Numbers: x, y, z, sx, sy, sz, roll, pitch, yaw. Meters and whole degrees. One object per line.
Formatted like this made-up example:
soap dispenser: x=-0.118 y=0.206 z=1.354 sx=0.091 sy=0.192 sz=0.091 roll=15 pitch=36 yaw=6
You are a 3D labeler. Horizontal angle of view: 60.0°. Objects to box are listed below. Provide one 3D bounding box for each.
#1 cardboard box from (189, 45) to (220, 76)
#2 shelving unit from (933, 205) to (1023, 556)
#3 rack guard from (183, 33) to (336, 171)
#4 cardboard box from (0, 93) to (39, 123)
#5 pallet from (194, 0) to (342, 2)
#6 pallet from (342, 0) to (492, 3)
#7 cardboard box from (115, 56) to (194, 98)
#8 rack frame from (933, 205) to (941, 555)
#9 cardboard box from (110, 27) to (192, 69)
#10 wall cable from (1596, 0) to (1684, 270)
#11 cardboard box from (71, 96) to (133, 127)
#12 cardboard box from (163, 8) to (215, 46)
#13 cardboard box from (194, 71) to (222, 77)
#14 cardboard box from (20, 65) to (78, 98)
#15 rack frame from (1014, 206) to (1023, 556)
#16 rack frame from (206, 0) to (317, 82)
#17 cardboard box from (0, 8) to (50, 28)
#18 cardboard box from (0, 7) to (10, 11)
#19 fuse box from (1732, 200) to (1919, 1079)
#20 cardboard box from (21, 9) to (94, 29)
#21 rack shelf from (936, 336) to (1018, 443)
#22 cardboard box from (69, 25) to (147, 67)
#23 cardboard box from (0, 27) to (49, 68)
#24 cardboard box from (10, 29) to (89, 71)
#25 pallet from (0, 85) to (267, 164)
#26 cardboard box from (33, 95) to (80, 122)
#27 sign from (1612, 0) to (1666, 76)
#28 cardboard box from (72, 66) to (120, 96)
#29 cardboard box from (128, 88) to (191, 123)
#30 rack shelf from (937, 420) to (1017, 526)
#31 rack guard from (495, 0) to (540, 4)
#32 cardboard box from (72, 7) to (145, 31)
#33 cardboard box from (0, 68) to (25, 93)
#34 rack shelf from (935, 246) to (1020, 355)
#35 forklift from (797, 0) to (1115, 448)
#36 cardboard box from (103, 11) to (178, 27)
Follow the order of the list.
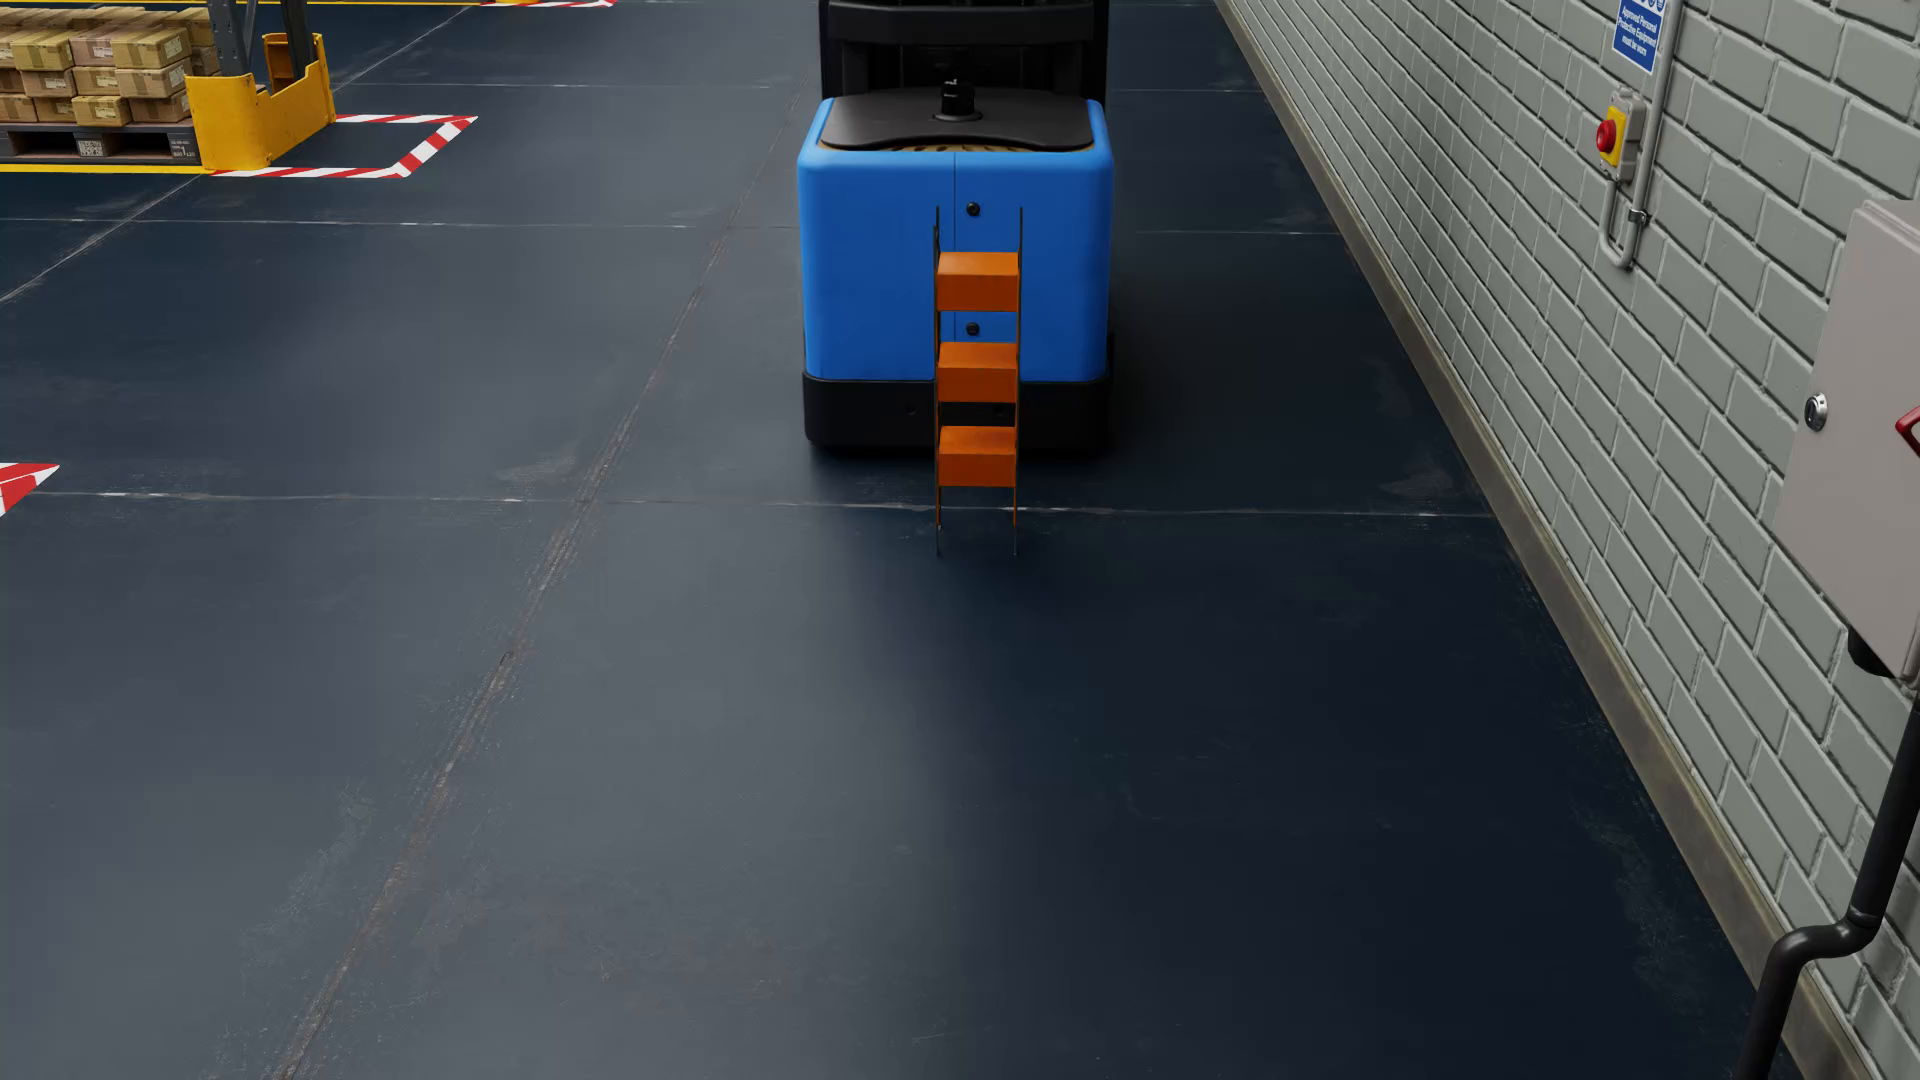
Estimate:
cardboard box: x=-4.385 y=-2.792 z=9.591 sx=0.250 sy=0.149 sz=0.380 roll=2 pitch=28 yaw=4
shelving unit: x=0.053 y=-0.463 z=5.002 sx=0.252 sy=1.050 sz=0.215 roll=1 pitch=28 yaw=2
rack guard: x=-3.946 y=-2.502 z=9.437 sx=0.348 sy=0.500 sz=1.175 roll=1 pitch=28 yaw=2
cardboard box: x=-5.173 y=-2.442 z=9.249 sx=0.250 sy=0.149 sz=0.380 roll=1 pitch=28 yaw=2
pallet: x=-5.612 y=-4.691 z=13.875 sx=1.213 sy=0.211 sz=1.003 roll=1 pitch=28 yaw=2
pallet: x=-4.396 y=-4.670 z=13.834 sx=1.213 sy=0.211 sz=1.003 roll=1 pitch=28 yaw=2
cardboard box: x=-4.408 y=-2.538 z=9.113 sx=0.250 sy=0.149 sz=0.380 roll=0 pitch=28 yaw=0
rack frame: x=-0.068 y=-0.465 z=5.006 sx=0.008 sy=1.050 sz=0.200 roll=1 pitch=28 yaw=2
cardboard box: x=-4.408 y=-2.684 z=9.071 sx=0.250 sy=0.149 sz=0.380 roll=1 pitch=28 yaw=2
wall cable: x=1.692 y=-1.667 z=4.074 sx=0.123 sy=1.953 sz=0.585 roll=1 pitch=28 yaw=2
cardboard box: x=-4.664 y=-2.399 z=9.169 sx=0.250 sy=0.149 sz=0.380 roll=2 pitch=28 yaw=3
cardboard box: x=-4.382 y=-2.962 z=9.595 sx=0.250 sy=0.149 sz=0.380 roll=0 pitch=28 yaw=-1
cardboard box: x=-4.383 y=-2.690 z=9.717 sx=0.250 sy=0.149 sz=0.380 roll=2 pitch=28 yaw=3
cardboard box: x=-4.927 y=-2.546 z=9.127 sx=0.250 sy=0.149 sz=0.380 roll=0 pitch=28 yaw=0
rack frame: x=0.175 y=-0.461 z=4.999 sx=0.008 sy=1.050 sz=0.200 roll=1 pitch=28 yaw=2
rack frame: x=-3.870 y=-3.605 z=8.849 sx=0.127 sy=3.000 sz=1.000 roll=1 pitch=28 yaw=2
cardboard box: x=-5.437 y=-2.949 z=9.570 sx=0.250 sy=0.149 sz=0.380 roll=2 pitch=28 yaw=4
cardboard box: x=-5.698 y=-2.974 z=9.619 sx=0.250 sy=0.149 sz=0.380 roll=1 pitch=28 yaw=3
fuse box: x=1.472 y=0.346 z=2.771 sx=0.414 sy=1.711 sz=0.539 roll=1 pitch=28 yaw=2
cardboard box: x=-5.160 y=-2.940 z=9.553 sx=0.250 sy=0.149 sz=0.380 roll=0 pitch=28 yaw=-1
rack shelf: x=0.053 y=-0.454 z=5.007 sx=0.240 sy=0.259 sz=0.215 roll=1 pitch=28 yaw=2
cardboard box: x=-4.658 y=-2.715 z=9.130 sx=0.250 sy=0.149 sz=0.380 roll=1 pitch=28 yaw=3
cardboard box: x=-5.177 y=-2.694 z=9.090 sx=0.250 sy=0.149 sz=0.380 roll=0 pitch=28 yaw=0
cardboard box: x=-4.921 y=-2.660 z=9.026 sx=0.250 sy=0.149 sz=0.380 roll=0 pitch=28 yaw=1
pallet: x=-4.757 y=-2.405 z=9.561 sx=1.213 sy=0.211 sz=1.003 roll=1 pitch=28 yaw=2
cardboard box: x=-4.925 y=-2.444 z=9.253 sx=0.250 sy=0.149 sz=0.380 roll=1 pitch=28 yaw=2
sign: x=1.755 y=-1.345 z=4.297 sx=0.001 sy=0.218 sz=0.327 roll=1 pitch=28 yaw=2
cardboard box: x=-4.667 y=-2.567 z=9.169 sx=0.250 sy=0.149 sz=0.380 roll=0 pitch=28 yaw=1
cardboard box: x=-4.404 y=-2.442 z=9.250 sx=0.250 sy=0.149 sz=0.380 roll=1 pitch=28 yaw=3
rack shelf: x=0.054 y=-0.208 z=5.138 sx=0.240 sy=0.259 sz=0.215 roll=1 pitch=28 yaw=2
rack guard: x=-3.570 y=-4.821 z=13.810 sx=0.348 sy=0.500 sz=1.175 roll=1 pitch=28 yaw=2
cardboard box: x=-4.909 y=-2.974 z=9.618 sx=0.250 sy=0.149 sz=0.380 roll=1 pitch=28 yaw=2
cardboard box: x=-5.192 y=-2.598 z=9.227 sx=0.250 sy=0.149 sz=0.380 roll=1 pitch=28 yaw=1
rack shelf: x=0.053 y=-0.704 z=4.874 sx=0.240 sy=0.259 sz=0.215 roll=1 pitch=28 yaw=2
forklift: x=0.020 y=-2.258 z=6.380 sx=1.130 sy=2.935 sz=3.031 roll=1 pitch=28 yaw=1
cardboard box: x=-4.662 y=-2.910 z=9.497 sx=0.250 sy=0.149 sz=0.380 roll=1 pitch=28 yaw=3
